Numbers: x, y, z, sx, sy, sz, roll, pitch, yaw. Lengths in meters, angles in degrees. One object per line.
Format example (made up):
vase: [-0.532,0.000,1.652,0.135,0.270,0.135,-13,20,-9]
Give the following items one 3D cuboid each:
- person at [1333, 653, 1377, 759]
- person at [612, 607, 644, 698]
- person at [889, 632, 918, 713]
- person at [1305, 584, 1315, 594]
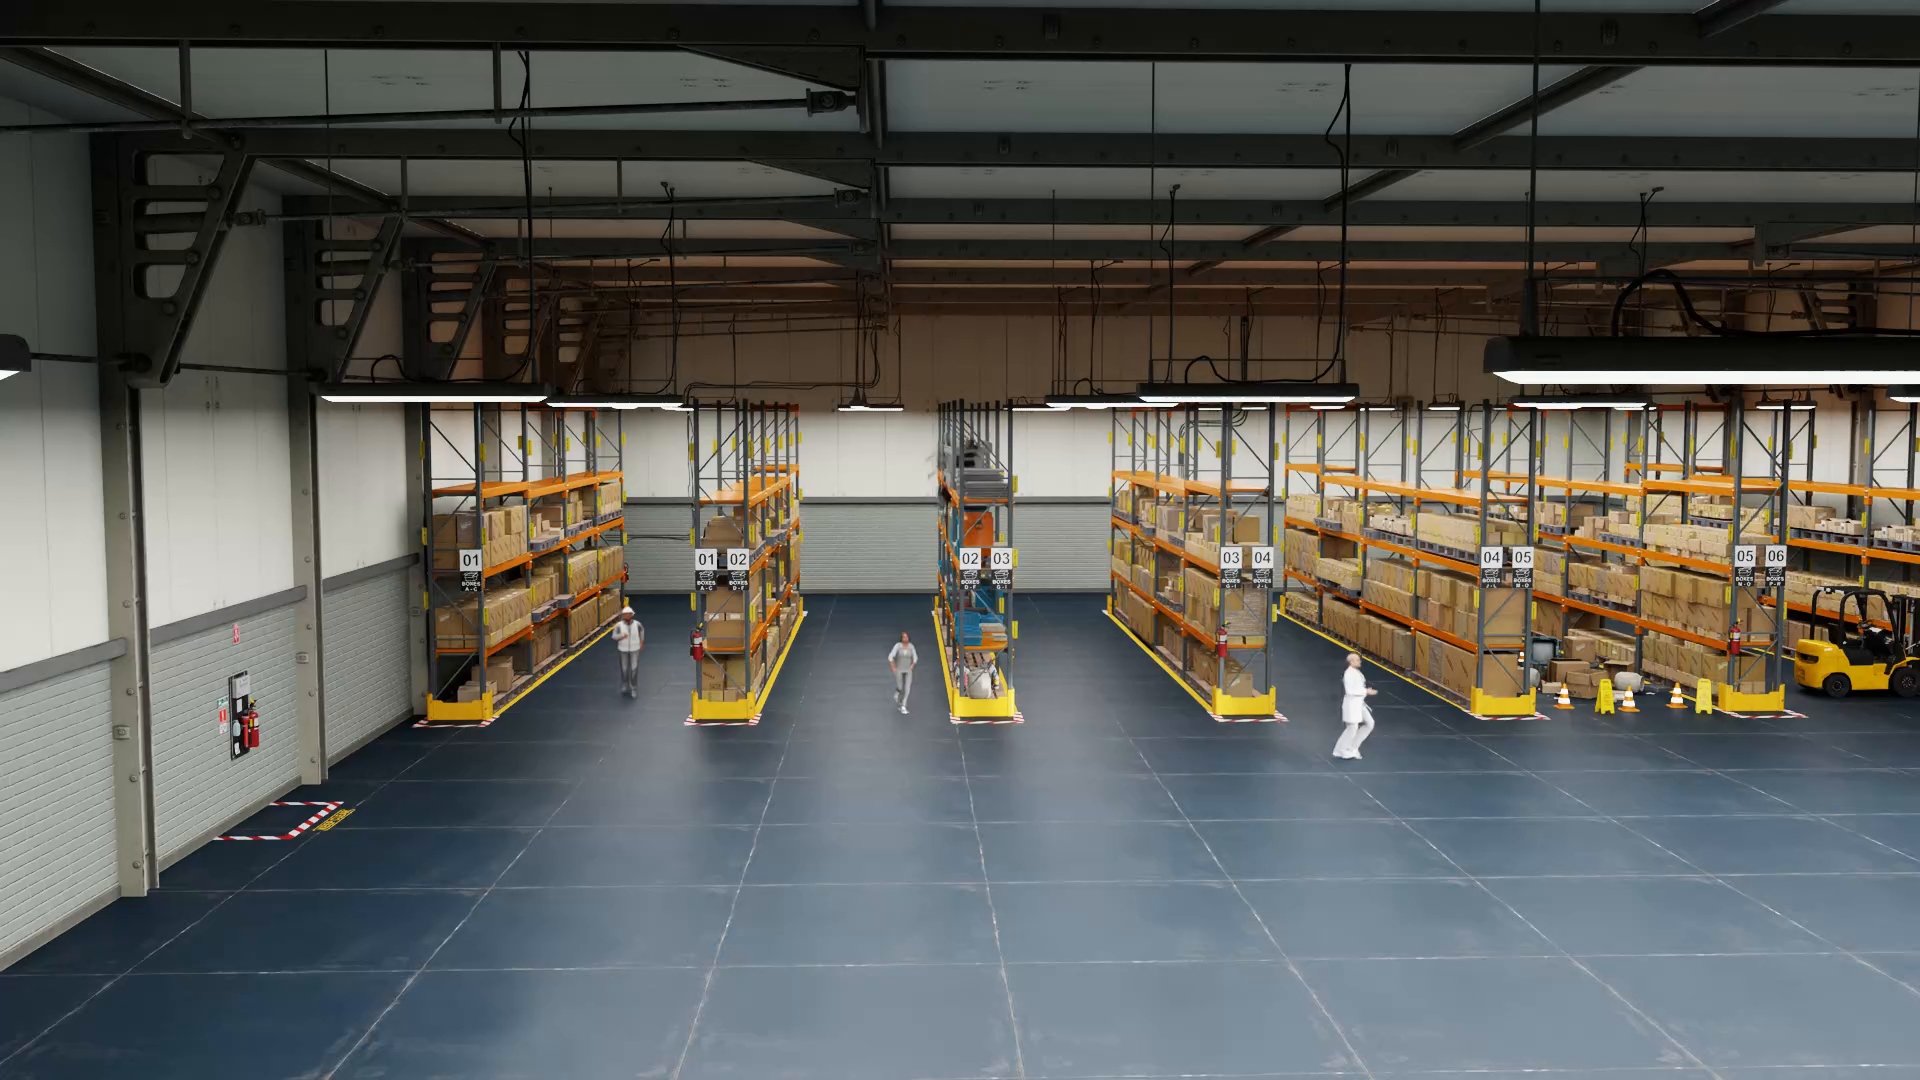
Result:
person: [6.561,2.759,27.492,0.754,1.777,0.674,2,5,30]
person: [-6.745,2.260,33.797,0.657,1.828,0.829,-1,4,-13]
person: [-1.084,2.536,31.966,0.547,1.555,0.565,-1,4,-10]
person: [10.317,1.186,48.738,0.651,1.722,0.593,-1,4,-10]
